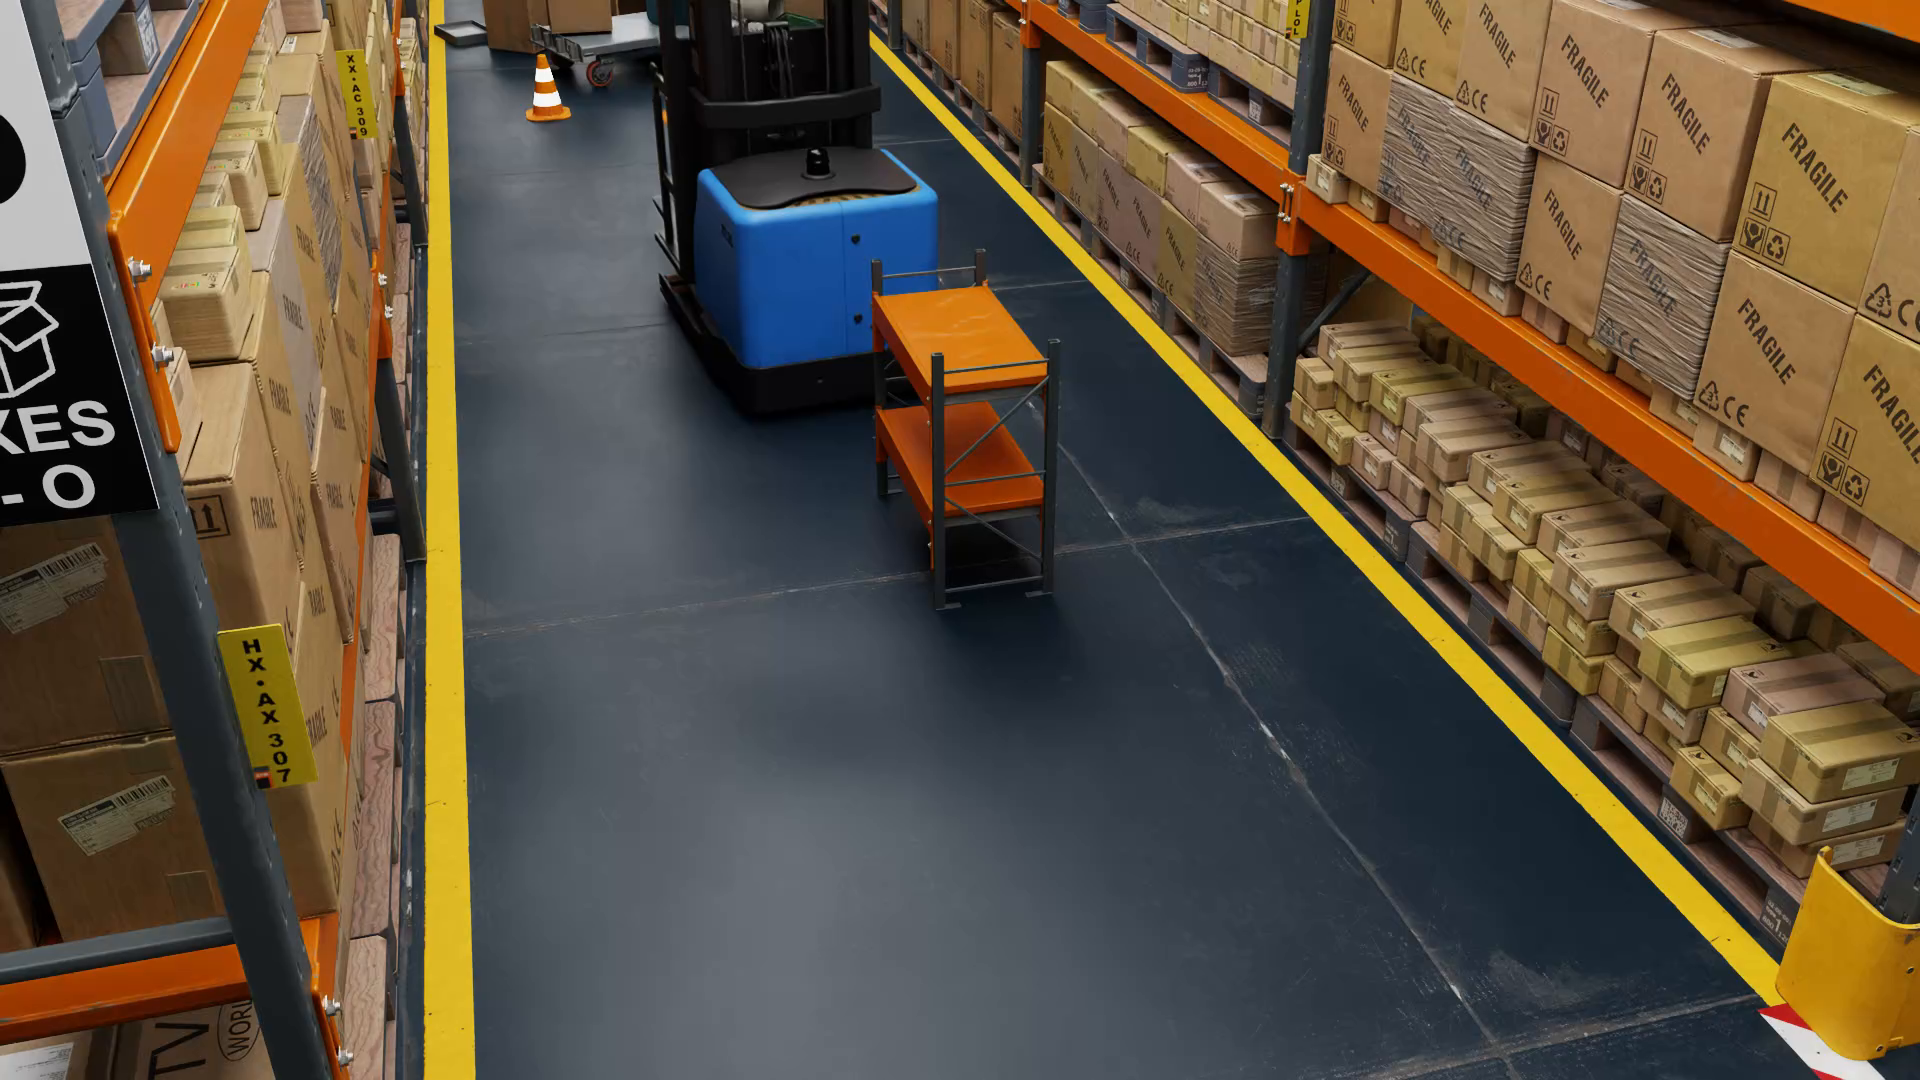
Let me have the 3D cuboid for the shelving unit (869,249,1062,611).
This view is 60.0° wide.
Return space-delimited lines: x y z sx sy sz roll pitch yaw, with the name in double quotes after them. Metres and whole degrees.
0.002 -0.484 6.963 0.538 1.125 1.048 -8 31 -13 "shelving unit"

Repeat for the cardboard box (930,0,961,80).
0.358 -4.190 13.322 1.050 0.750 0.750 -8 31 -13 "cardboard box"

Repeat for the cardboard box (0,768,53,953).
-2.090 0.525 3.249 0.500 0.500 0.500 -8 31 -13 "cardboard box"

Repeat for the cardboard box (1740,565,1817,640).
2.949 0.191 5.759 0.380 0.149 0.250 -9 31 -16 "cardboard box"

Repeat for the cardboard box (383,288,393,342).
-3.258 -1.152 7.948 0.875 0.875 0.875 -7 31 -12 "cardboard box"

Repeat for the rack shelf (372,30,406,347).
-3.299 -1.820 8.119 1.077 0.370 4.000 -8 31 -13 "rack shelf"

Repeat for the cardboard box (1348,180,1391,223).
1.877 -1.469 7.044 0.380 0.149 0.250 -7 31 -12 "cardboard box"

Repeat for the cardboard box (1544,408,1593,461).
2.656 -0.449 6.865 0.380 0.149 0.250 -9 31 -16 "cardboard box"

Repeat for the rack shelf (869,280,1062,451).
0.002 -0.737 6.816 0.538 0.278 1.000 -8 31 -13 "rack shelf"

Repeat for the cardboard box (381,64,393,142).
-3.014 -2.091 8.017 0.500 0.250 0.500 -8 31 -14 "cardboard box"

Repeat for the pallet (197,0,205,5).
-2.241 -1.441 3.839 1.003 0.211 1.213 -8 31 -13 "pallet"

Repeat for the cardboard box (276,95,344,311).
-2.106 -0.960 4.816 0.500 0.500 0.500 -7 31 -13 "cardboard box"

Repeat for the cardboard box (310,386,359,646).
-1.836 -0.036 4.218 0.500 0.500 0.500 -8 31 -14 "cardboard box"

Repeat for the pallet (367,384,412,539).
-3.046 -0.322 7.595 1.003 0.211 1.213 -8 31 -13 "pallet"

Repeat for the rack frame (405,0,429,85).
-4.892 -5.030 12.945 1.000 3.000 0.127 -8 31 -13 "rack frame"

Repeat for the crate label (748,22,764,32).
-1.869 -4.608 15.074 0.250 0.136 0.298 19 35 29 "crate label"

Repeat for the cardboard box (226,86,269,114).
-2.022 -1.074 4.365 0.380 0.149 0.250 -8 31 -13 "cardboard box"

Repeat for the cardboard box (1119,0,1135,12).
1.129 -3.116 9.472 0.380 0.149 0.250 -7 31 -12 "cardboard box"

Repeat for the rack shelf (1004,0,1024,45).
0.384 -4.459 12.678 1.077 0.370 4.000 -8 31 -13 "rack shelf"

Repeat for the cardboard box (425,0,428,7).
-5.206 -5.095 15.384 0.500 0.250 0.500 -9 31 -15 "cardboard box"

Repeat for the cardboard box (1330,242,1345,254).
2.036 -1.689 8.502 0.500 0.250 0.500 -9 31 -15 "cardboard box"

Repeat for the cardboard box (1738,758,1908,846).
2.623 0.766 5.063 0.380 0.149 0.250 -9 31 -15 "cardboard box"

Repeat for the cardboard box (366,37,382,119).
-2.887 -2.063 7.470 0.500 0.250 0.500 -7 31 -13 "cardboard box"

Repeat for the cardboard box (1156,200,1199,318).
1.402 -1.544 9.000 0.500 0.500 0.500 -9 31 -14 "cardboard box"

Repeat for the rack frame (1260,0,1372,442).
1.977 -1.873 7.491 1.000 3.000 0.127 -8 31 -13 "rack frame"

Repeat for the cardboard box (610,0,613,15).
-3.047 -5.369 16.024 0.637 0.503 0.797 19 35 29 "cardboard box"

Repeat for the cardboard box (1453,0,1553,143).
2.118 -1.731 5.852 0.500 0.500 0.500 -7 31 -12 "cardboard box"

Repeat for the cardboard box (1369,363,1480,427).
1.999 -0.628 7.173 0.380 0.149 0.250 -8 31 -14 "cardboard box"

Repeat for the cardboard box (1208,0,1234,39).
1.470 -2.619 8.315 0.380 0.149 0.250 -9 31 -15 "cardboard box"

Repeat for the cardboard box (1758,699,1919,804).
2.654 0.632 4.997 0.380 0.149 0.250 -7 31 -13 "cardboard box"

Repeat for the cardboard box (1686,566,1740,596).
2.853 0.195 6.048 0.380 0.149 0.250 -9 31 -16 "cardboard box"

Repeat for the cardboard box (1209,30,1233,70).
1.481 -2.478 8.369 0.380 0.149 0.250 -9 31 -16 "cardboard box"

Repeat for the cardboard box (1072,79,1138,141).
1.000 -2.619 10.108 0.500 0.250 0.500 -8 31 -14 "cardboard box"

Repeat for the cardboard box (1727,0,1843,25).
2.780 -1.540 5.522 0.500 0.500 0.500 -9 31 -15 "cardboard box"

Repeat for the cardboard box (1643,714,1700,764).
2.545 0.635 5.585 0.380 0.149 0.250 -8 31 -14 "cardboard box"

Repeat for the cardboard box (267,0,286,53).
-2.415 -1.674 5.403 0.380 0.149 0.250 -7 31 -12 "cardboard box"

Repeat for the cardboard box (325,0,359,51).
-2.608 -1.893 6.427 0.500 0.500 0.500 -7 31 -13 "cardboard box"

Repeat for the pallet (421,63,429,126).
-4.684 -3.447 12.994 1.003 0.211 1.213 -8 31 -13 "pallet"

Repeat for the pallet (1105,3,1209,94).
1.480 -2.771 9.235 1.003 0.211 1.213 -8 31 -13 "pallet"

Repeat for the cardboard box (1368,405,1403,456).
2.018 -0.509 7.264 0.380 0.149 0.250 -8 31 -14 "cardboard box"

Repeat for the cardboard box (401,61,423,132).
-4.370 -3.139 11.882 0.950 0.372 0.625 -7 31 -12 "cardboard box"

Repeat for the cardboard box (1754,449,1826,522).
2.569 -0.196 4.845 0.380 0.149 0.250 -8 31 -14 "cardboard box"

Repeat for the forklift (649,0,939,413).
-1.092 -2.616 8.844 1.130 2.935 3.031 -11 32 -18 "forklift"

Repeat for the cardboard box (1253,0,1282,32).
1.610 -2.501 7.814 0.380 0.149 0.250 -9 31 -15 "cardboard box"

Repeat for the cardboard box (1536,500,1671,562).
2.356 -0.003 6.094 0.380 0.149 0.250 -9 31 -15 "cardboard box"

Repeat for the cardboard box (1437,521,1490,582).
2.147 0.019 6.649 0.380 0.149 0.250 -9 31 -15 "cardboard box"

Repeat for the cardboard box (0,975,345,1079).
-1.979 1.388 3.996 0.875 0.438 0.875 -9 31 -15 "cardboard box"

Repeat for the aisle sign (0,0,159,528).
-1.408 -0.363 2.287 0.394 0.787 0.004 -8 31 -13 "aisle sign"

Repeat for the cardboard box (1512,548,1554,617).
2.284 0.140 6.143 0.380 0.149 0.250 -6 31 -11 "cardboard box"

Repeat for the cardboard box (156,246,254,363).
-1.631 -0.457 3.299 0.380 0.149 0.250 -7 31 -12 "cardboard box"

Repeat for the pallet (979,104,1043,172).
0.779 -2.989 12.203 1.003 0.211 1.213 -8 31 -13 "pallet"

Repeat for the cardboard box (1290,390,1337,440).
1.764 -0.602 7.723 0.380 0.149 0.250 -9 31 -15 "cardboard box"

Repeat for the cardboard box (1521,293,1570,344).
2.249 -0.831 5.942 0.380 0.149 0.250 -7 31 -11 "cardboard box"

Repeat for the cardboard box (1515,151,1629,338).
2.273 -1.031 5.640 0.500 0.500 0.500 -6 31 -11 "cardboard box"
